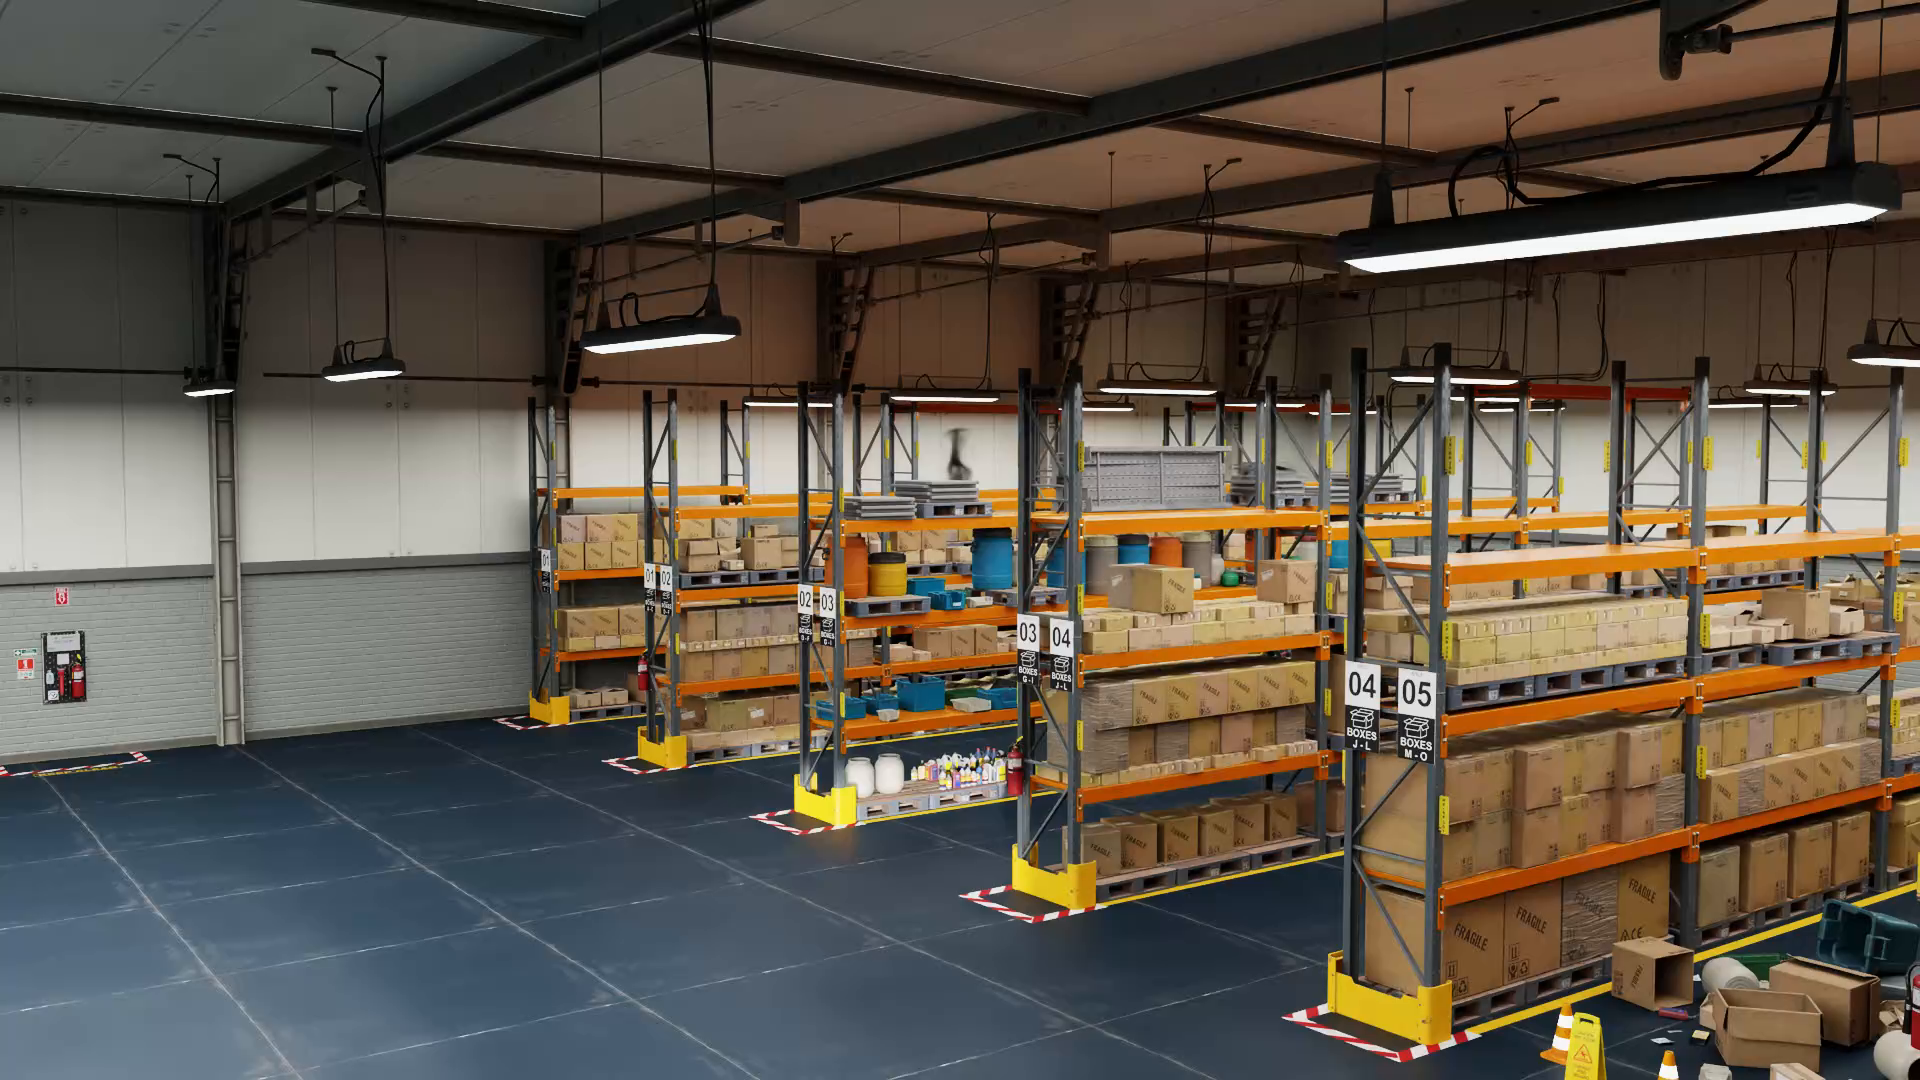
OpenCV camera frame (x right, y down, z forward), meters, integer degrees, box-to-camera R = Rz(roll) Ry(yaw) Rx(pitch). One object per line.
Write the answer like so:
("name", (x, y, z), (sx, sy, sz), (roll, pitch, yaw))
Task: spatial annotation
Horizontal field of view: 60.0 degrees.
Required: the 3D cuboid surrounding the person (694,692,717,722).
("person", (-4.503, 2.671, 28.937), (0.735, 1.590, 0.888), (3, 4, 37))
